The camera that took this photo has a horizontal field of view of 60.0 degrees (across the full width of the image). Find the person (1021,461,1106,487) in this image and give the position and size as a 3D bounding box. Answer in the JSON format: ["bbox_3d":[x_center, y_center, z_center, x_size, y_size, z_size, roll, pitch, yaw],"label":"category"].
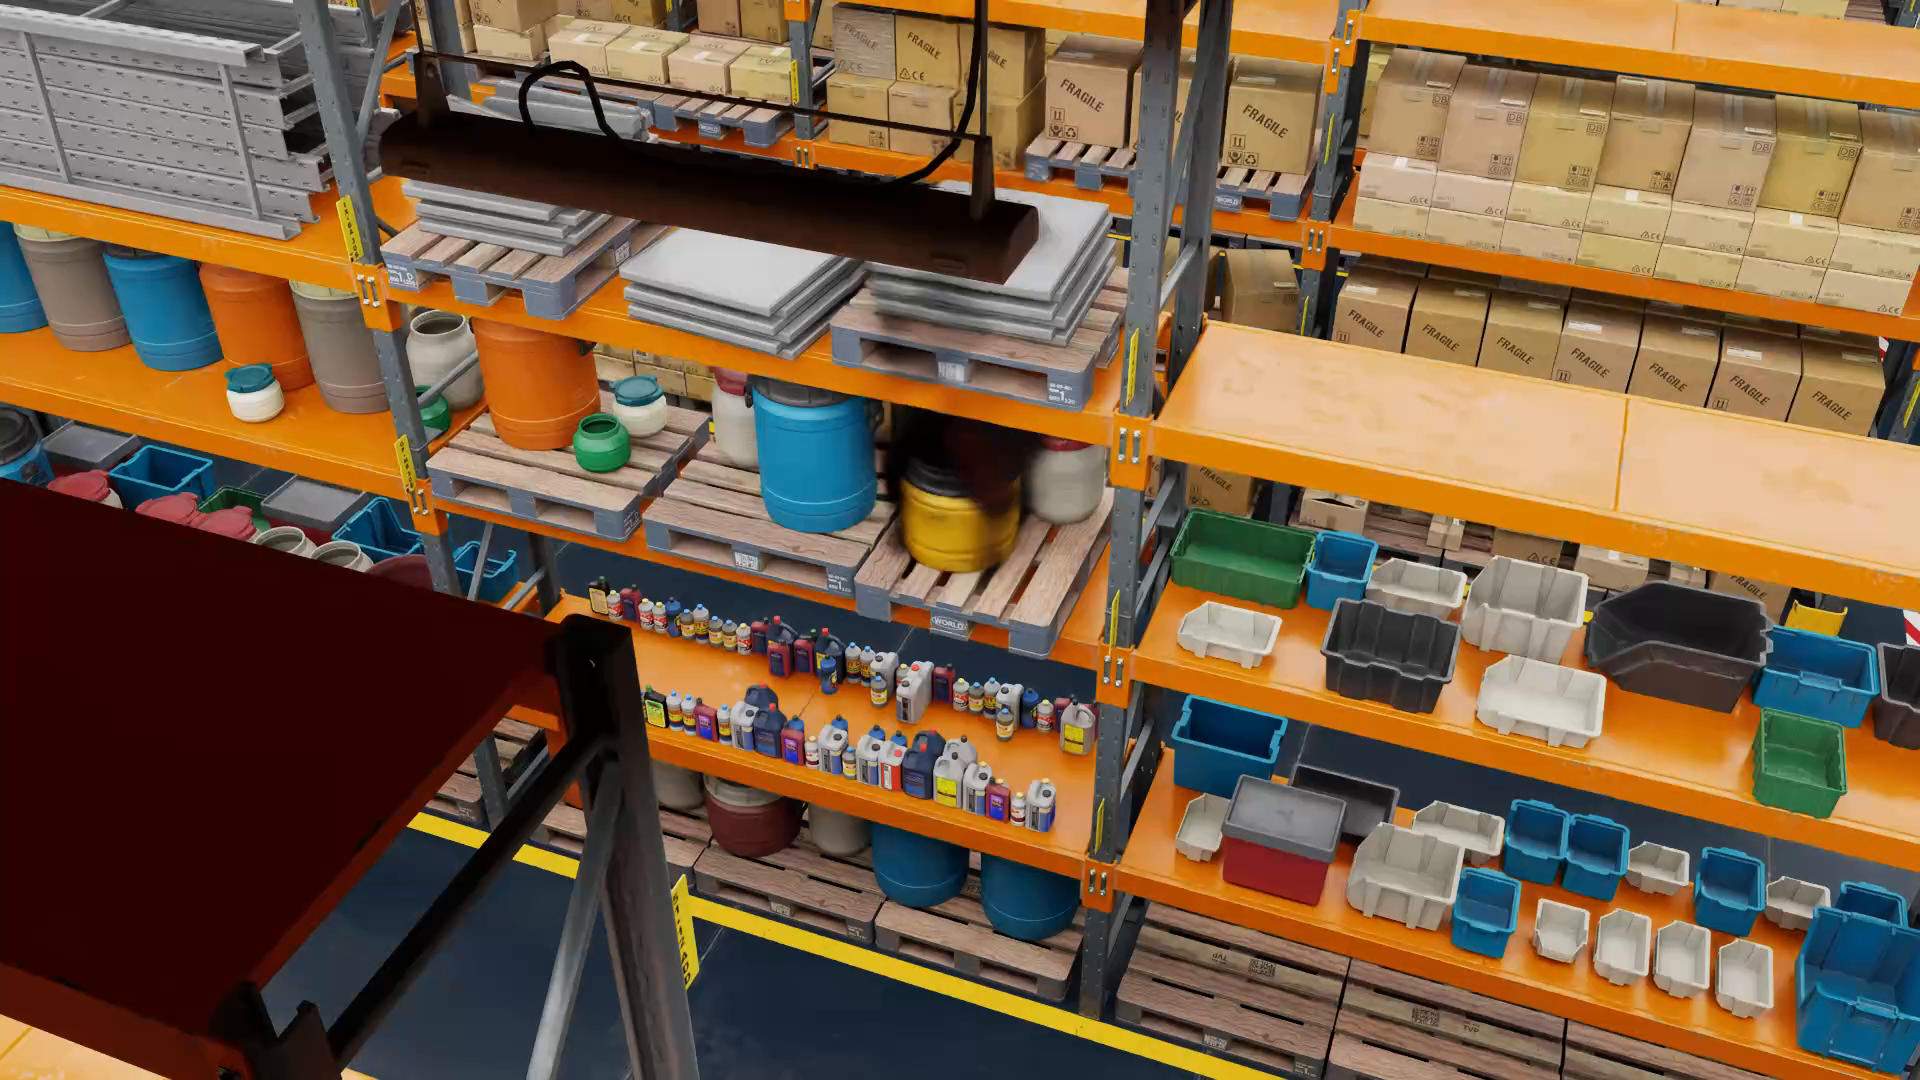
[{"bbox_3d":[0.760,-0.144,11.631,0.830,1.862,0.603,7,37,10],"label":"person"}]
